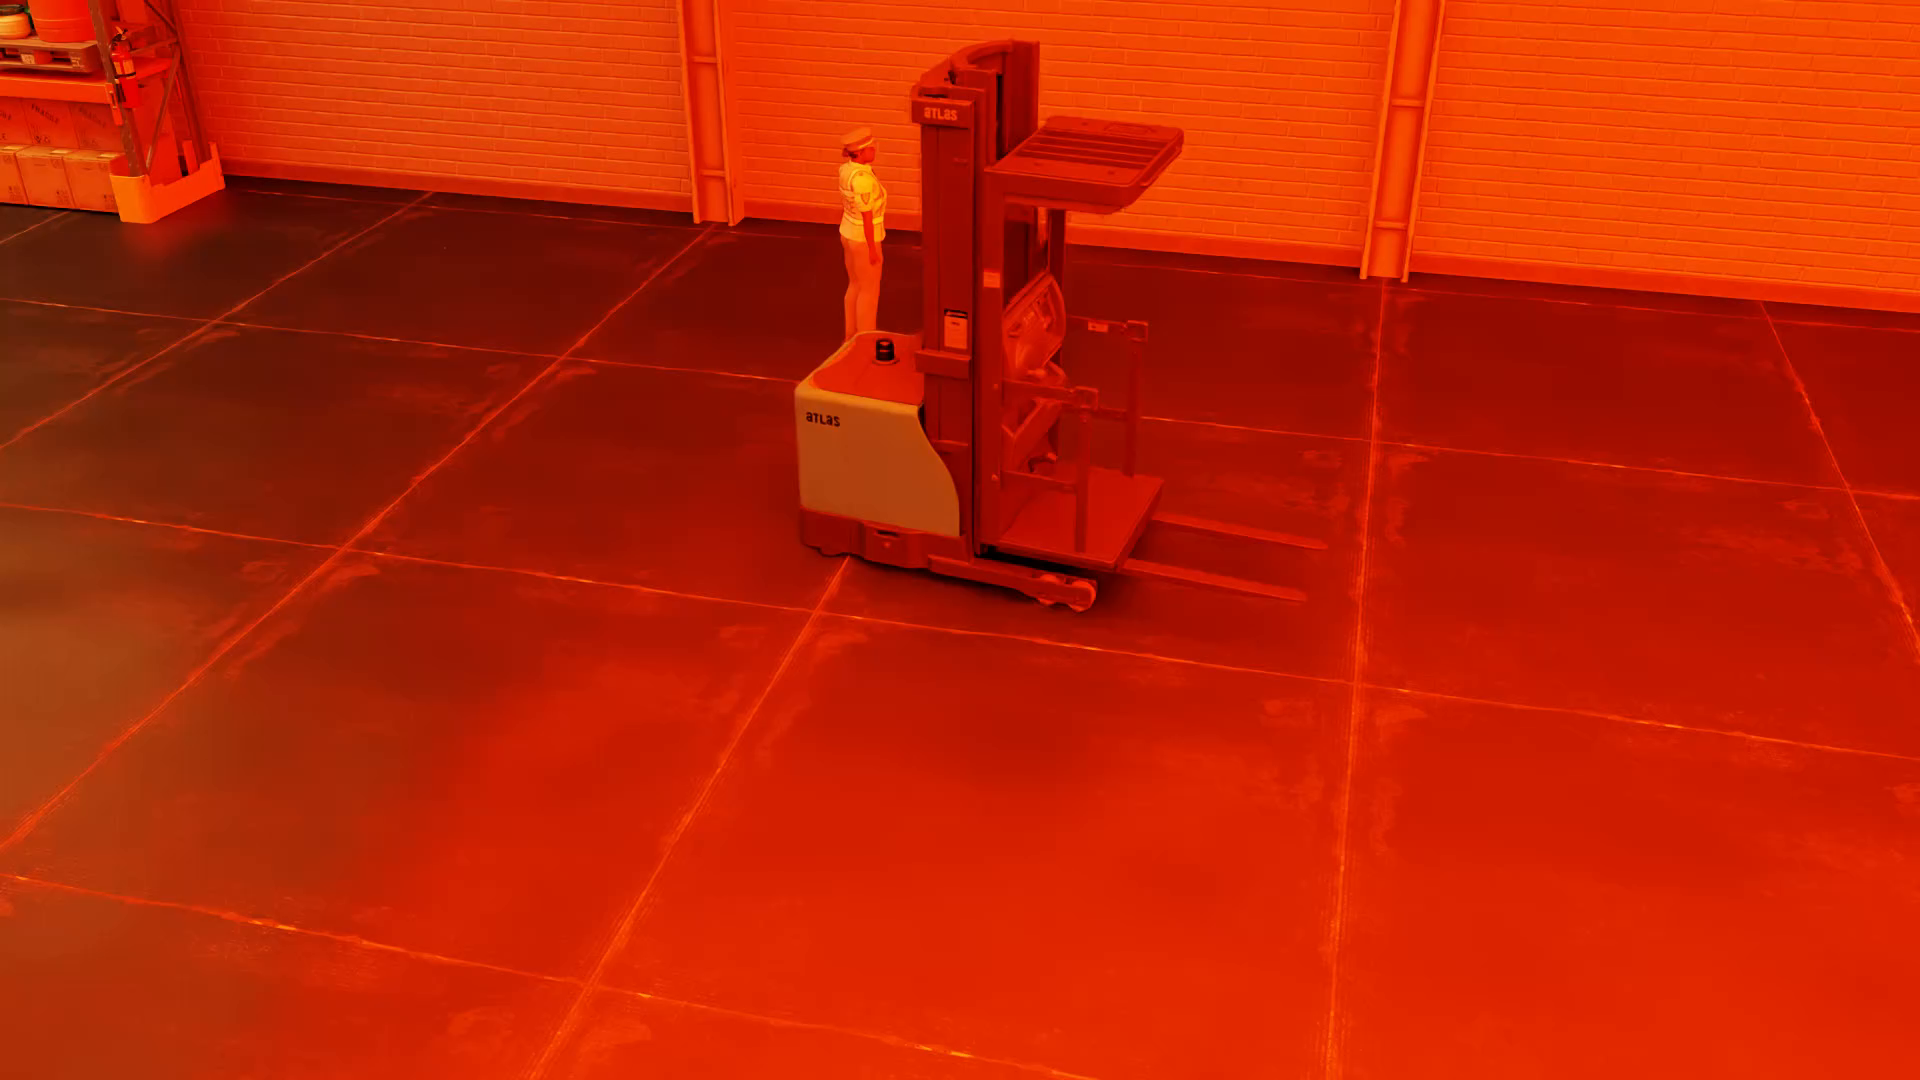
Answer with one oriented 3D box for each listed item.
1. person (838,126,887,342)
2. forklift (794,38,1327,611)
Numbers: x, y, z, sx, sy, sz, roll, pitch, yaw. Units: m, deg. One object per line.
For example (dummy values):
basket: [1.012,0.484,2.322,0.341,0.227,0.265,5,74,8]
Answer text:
person: [-0.713,-2.232,12.374,0.338,1.691,0.447,-12,32,-20]
forklift: [0.600,-1.171,9.237,3.031,2.935,1.130,11,31,18]
